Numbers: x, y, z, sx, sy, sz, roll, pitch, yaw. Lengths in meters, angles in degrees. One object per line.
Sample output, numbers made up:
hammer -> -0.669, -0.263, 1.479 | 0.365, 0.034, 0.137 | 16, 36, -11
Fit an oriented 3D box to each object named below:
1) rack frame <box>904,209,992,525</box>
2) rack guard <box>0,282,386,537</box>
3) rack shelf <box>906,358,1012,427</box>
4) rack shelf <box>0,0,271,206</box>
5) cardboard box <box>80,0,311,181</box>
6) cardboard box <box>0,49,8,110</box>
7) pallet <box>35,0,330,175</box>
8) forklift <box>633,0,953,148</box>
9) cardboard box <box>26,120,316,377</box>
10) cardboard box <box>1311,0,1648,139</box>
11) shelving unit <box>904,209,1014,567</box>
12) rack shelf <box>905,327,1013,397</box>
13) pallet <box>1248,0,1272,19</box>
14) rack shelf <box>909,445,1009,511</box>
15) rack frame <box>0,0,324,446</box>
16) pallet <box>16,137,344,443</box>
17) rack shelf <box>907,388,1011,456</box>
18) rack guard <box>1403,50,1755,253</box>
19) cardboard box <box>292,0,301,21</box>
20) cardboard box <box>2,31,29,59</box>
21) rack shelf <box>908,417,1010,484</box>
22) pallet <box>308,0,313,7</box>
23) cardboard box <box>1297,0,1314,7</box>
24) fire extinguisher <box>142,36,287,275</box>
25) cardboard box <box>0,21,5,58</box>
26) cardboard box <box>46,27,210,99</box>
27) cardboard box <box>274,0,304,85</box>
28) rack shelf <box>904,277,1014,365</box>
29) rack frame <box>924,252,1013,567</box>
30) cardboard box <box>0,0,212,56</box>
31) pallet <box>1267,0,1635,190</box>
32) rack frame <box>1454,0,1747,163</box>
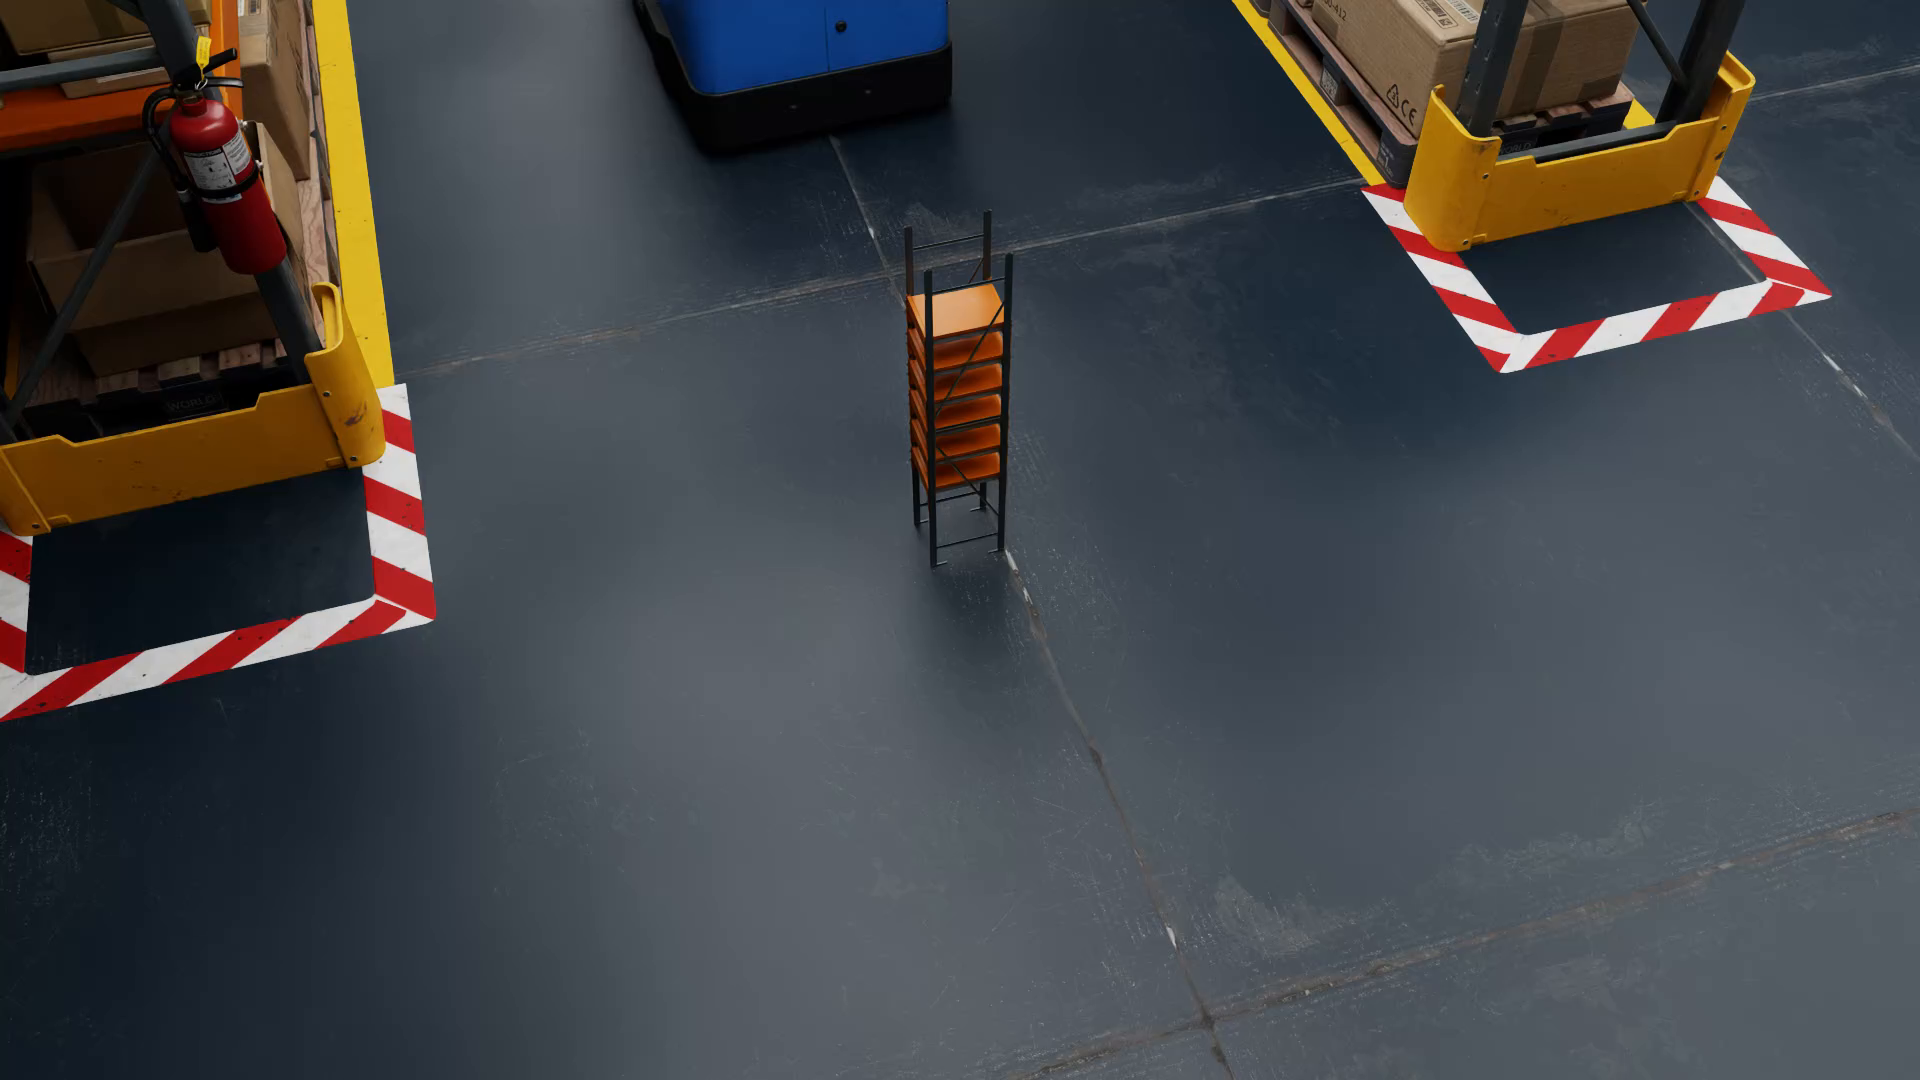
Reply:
rack frame -> -0.031, -0.464, 4.857 | 0.240, 1.200, 0.006 | -13, 51, -11
rack guard -> -2.494, -0.416, 5.274 | 1.175, 0.500, 0.348 | -13, 51, -11
rack shelf -> -0.004, -0.446, 4.742 | 0.258, 0.103, 0.180 | -13, 51, -11
rack shelf -> -3.063, -2.395, 5.778 | 1.077, 0.370, 4.000 | -13, 51, -11
cardboard box -> -2.778, -1.597, 5.995 | 0.700, 0.500, 0.500 | -11, 51, -9
cardboard box -> -2.826, -1.267, 4.520 | 0.380, 0.149, 0.250 | -14, 51, -11
pallet -> -3.088, -1.794, 6.625 | 1.003, 0.211, 1.213 | -13, 51, -11
forklift -> -0.995, -3.615, 6.381 | 1.130, 2.935, 3.031 | -15, 51, -12
cardboard box -> -2.562, -0.965, 5.460 | 0.797, 0.503, 0.637 | -15, 52, -12
cardboard box -> 1.978, -2.060, 6.426 | 0.875, 0.438, 0.875 | -15, 51, -12
shelving unit -> -0.004, -0.397, 4.800 | 0.258, 1.200, 0.189 | -13, 51, -11
rack shelf -> -0.004, -0.523, 4.651 | 0.258, 0.103, 0.180 | -13, 51, -11
pallet -> 1.601, -2.848, 7.513 | 1.003, 0.211, 1.213 | -13, 51, -11
rack shelf -> -0.004, -0.214, 5.018 | 0.258, 0.103, 0.180 | -13, 51, -11
rack frame -> -2.472, -1.166, 4.271 | 1.000, 3.000, 0.127 | -13, 51, -11
pallet -> -2.731, -0.905, 5.875 | 1.003, 0.211, 1.213 | -13, 51, -11
rack shelf -> -0.004, -0.369, 4.834 | 0.258, 0.103, 0.180 | -13, 51, -11
rack guard -> 2.276, -1.468, 6.161 | 1.175, 0.500, 0.348 | -13, 51, -11
cardboard box -> -3.085, -2.355, 6.634 | 0.700, 0.500, 0.500 | -15, 52, -12
cardboard box -> -2.842, -1.466, 4.688 | 0.380, 0.149, 0.250 | -12, 51, -10
rack shelf -> -0.004, -0.291, 4.926 | 0.258, 0.103, 0.180 | -13, 51, -11
pallet -> -3.452, -2.687, 7.377 | 1.003, 0.211, 1.213 | -13, 51, -11
cardboard box -> 1.700, -2.727, 6.988 | 0.875, 0.438, 0.875 | -12, 51, -10
fire extinguisher -> -1.987, -1.018, 4.441 | 0.296, 0.674, 0.183 | -13, 51, -11
cardboard box -> -2.861, -1.490, 4.448 | 0.500, 0.250, 0.500 | -12, 51, -10
cardboard box -> -2.307, -1.388, 4.622 | 0.380, 0.149, 0.250 | -14, 51, -11
cardboard box -> -2.838, -2.006, 6.339 | 0.500, 0.500, 0.500 | -12, 51, -10
rack shelf -> -0.004, -0.601, 4.559 | 0.258, 0.103, 0.180 | -13, 51, -11
rack frame -> 0.023, -0.330, 4.744 | 0.240, 1.200, 0.006 | -13, 51, -11
cardboard box -> -2.348, -1.606, 4.546 | 0.500, 0.250, 0.500 | -13, 51, -11
pallet -> 1.958, -1.959, 6.763 | 1.003, 0.211, 1.213 | -13, 51, -11
rack frame -> 2.269, -2.291, 5.220 | 1.000, 3.000, 0.127 | -13, 51, -11
